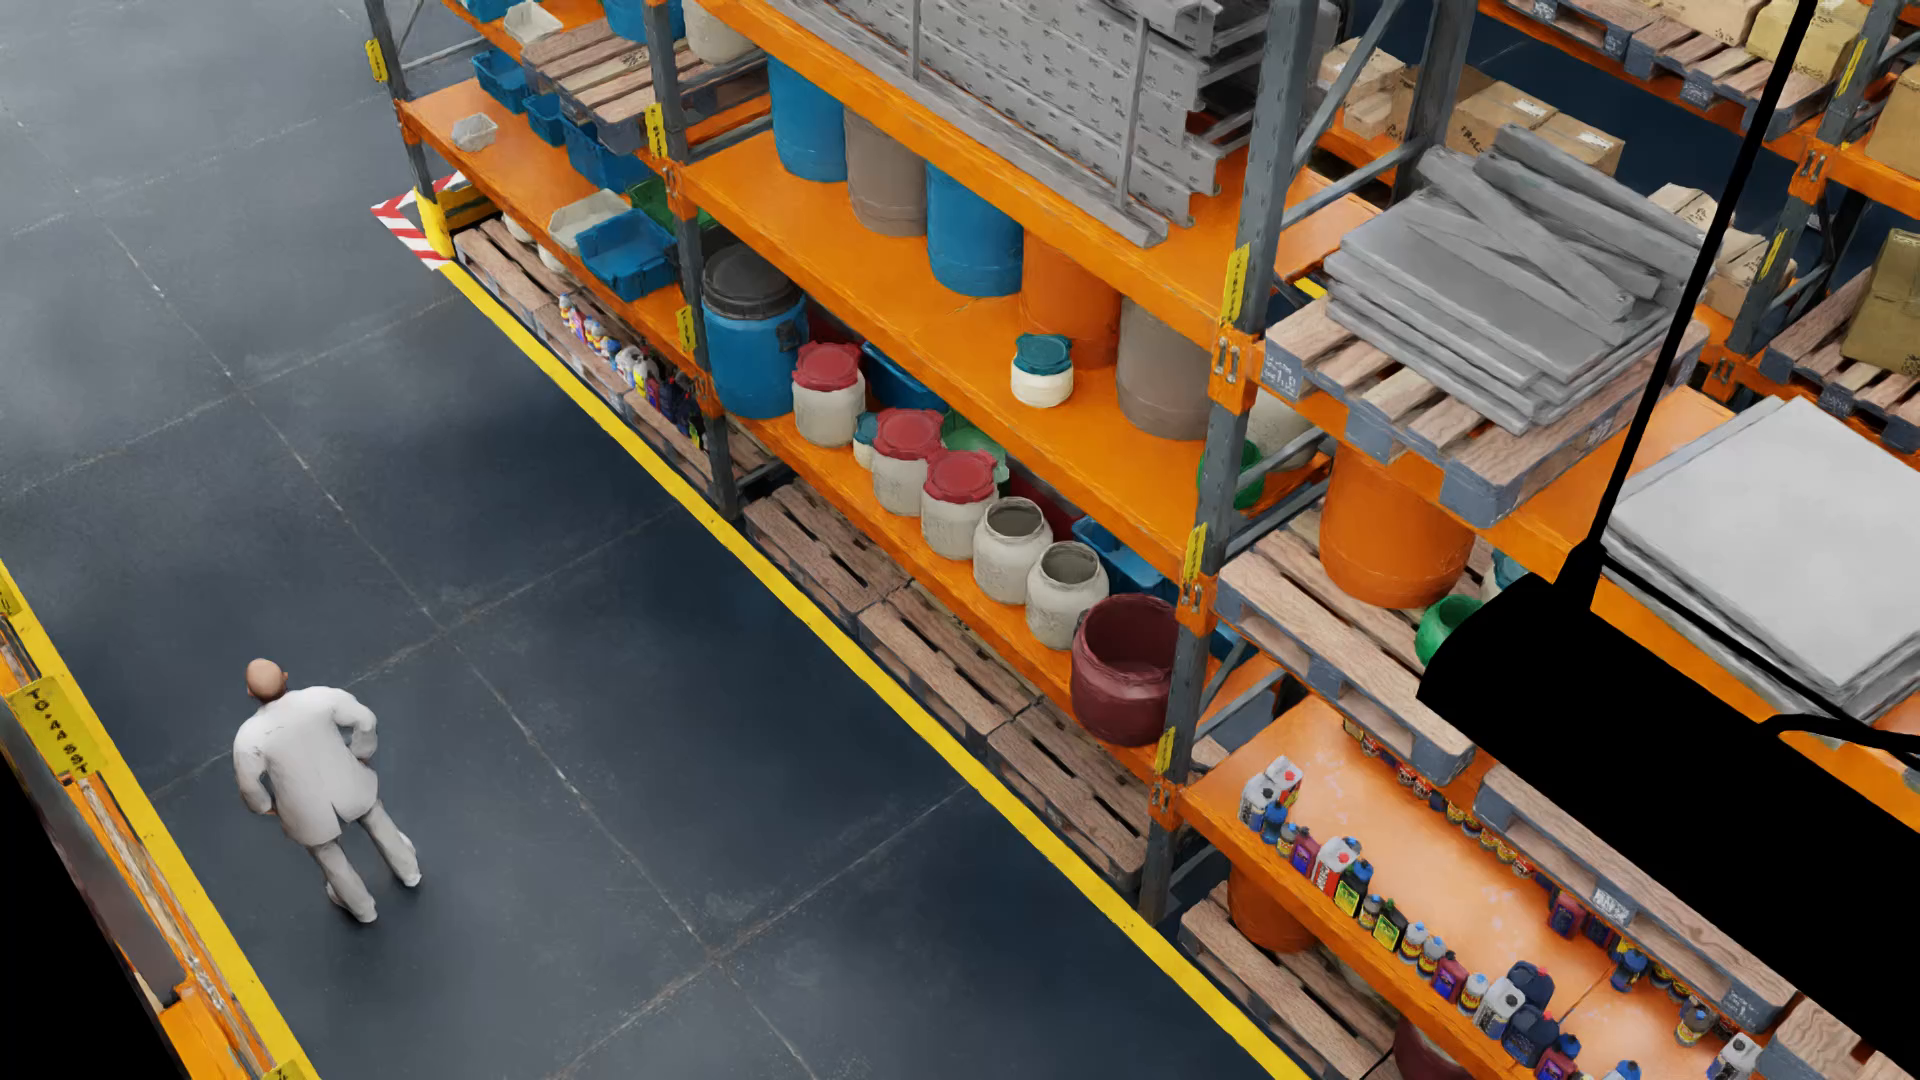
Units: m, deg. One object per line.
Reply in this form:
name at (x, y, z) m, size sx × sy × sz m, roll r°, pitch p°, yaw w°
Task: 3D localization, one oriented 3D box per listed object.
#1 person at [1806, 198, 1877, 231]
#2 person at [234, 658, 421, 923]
person at (7.219, -2.870, 12.587) m, size 0.495 × 1.587 × 1.086 m, roll -29°, pitch 53°, yaw -25°
person at (-3.280, 1.277, 8.584) m, size 0.729 × 1.733 × 0.546 m, roll -32°, pitch 54°, yaw -27°
